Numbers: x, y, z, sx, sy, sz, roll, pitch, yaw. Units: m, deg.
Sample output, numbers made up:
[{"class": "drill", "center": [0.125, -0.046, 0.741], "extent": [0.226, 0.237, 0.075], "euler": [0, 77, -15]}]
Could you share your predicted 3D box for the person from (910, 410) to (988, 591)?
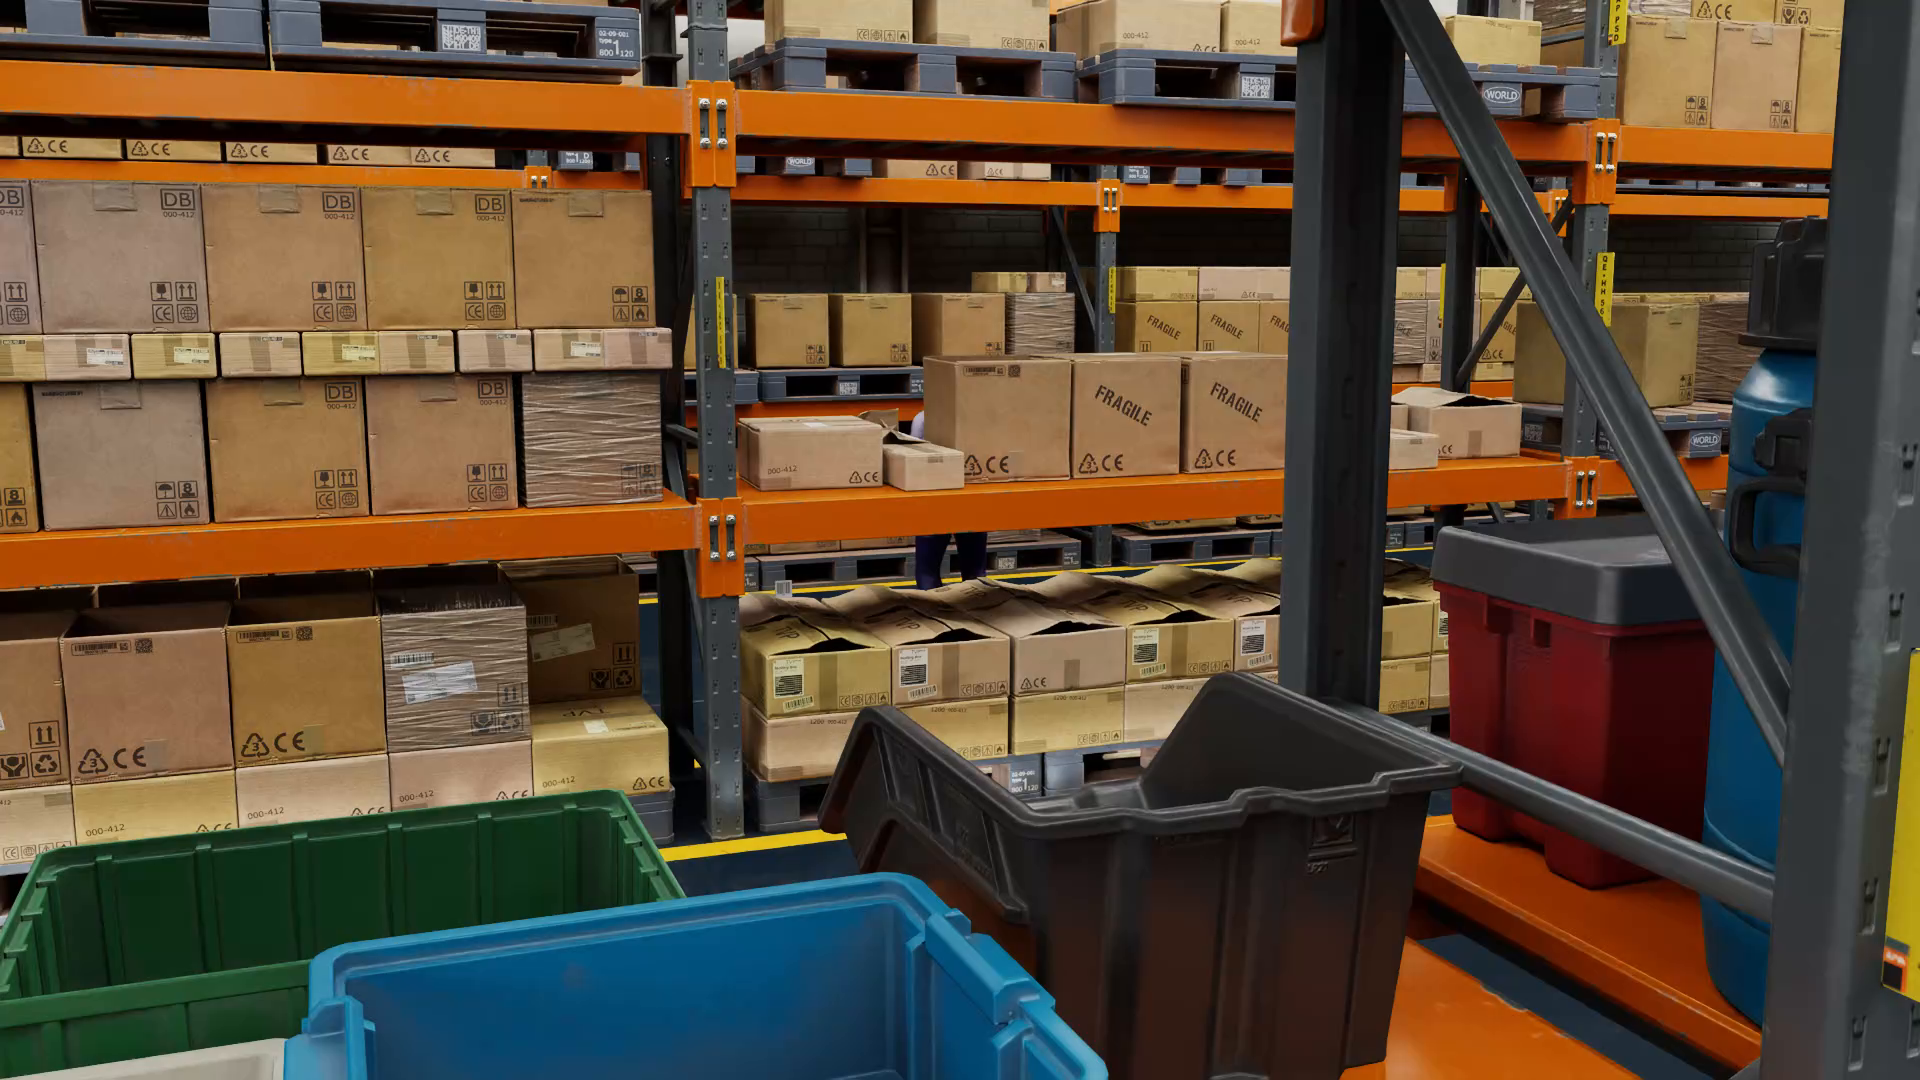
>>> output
[{"class": "person", "center": [-0.056, -0.173, 9.483], "extent": [0.546, 1.651, 0.331], "euler": [-4, 10, -21]}]
